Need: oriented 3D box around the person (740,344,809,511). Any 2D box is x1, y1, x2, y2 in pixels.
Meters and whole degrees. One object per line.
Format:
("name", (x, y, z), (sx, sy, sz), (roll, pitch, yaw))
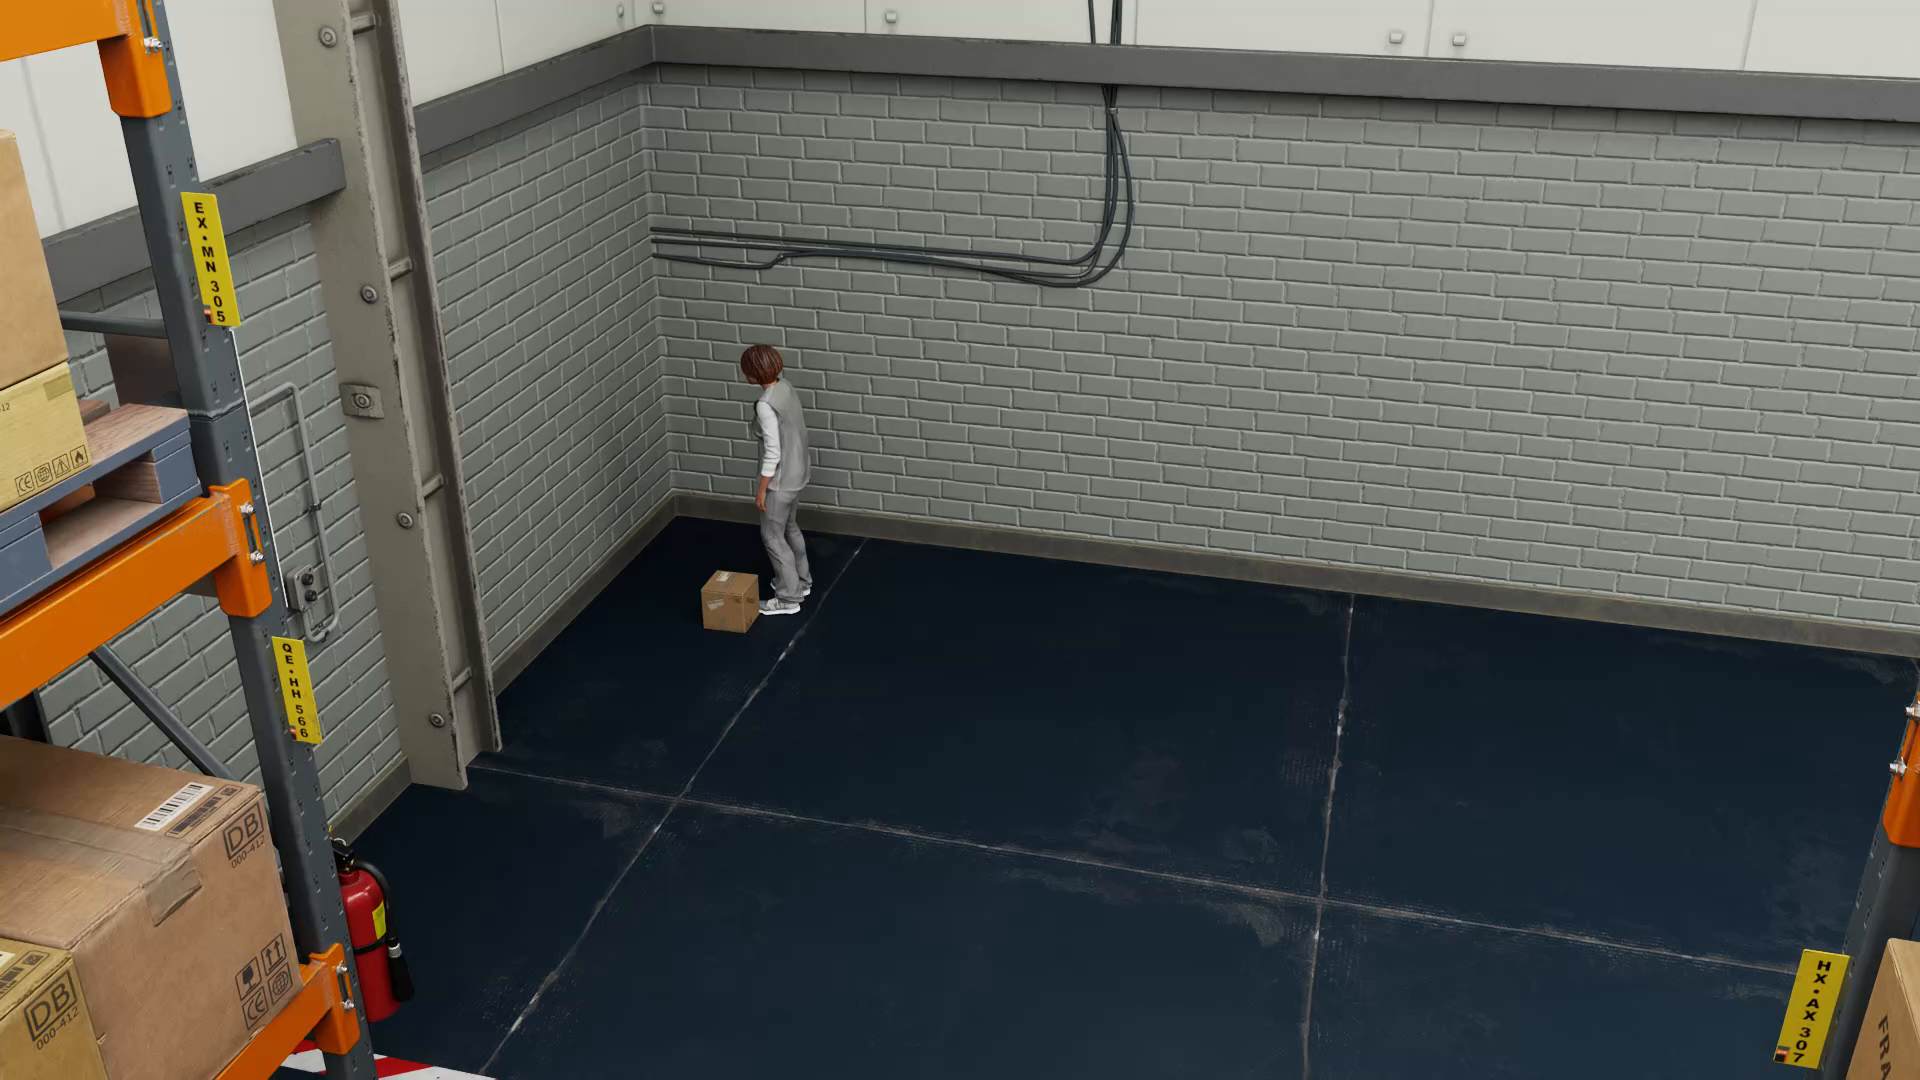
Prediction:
("person", (-1.023, -0.645, 9.174), (0.324, 0.910, 0.467), (5, 26, 11))
